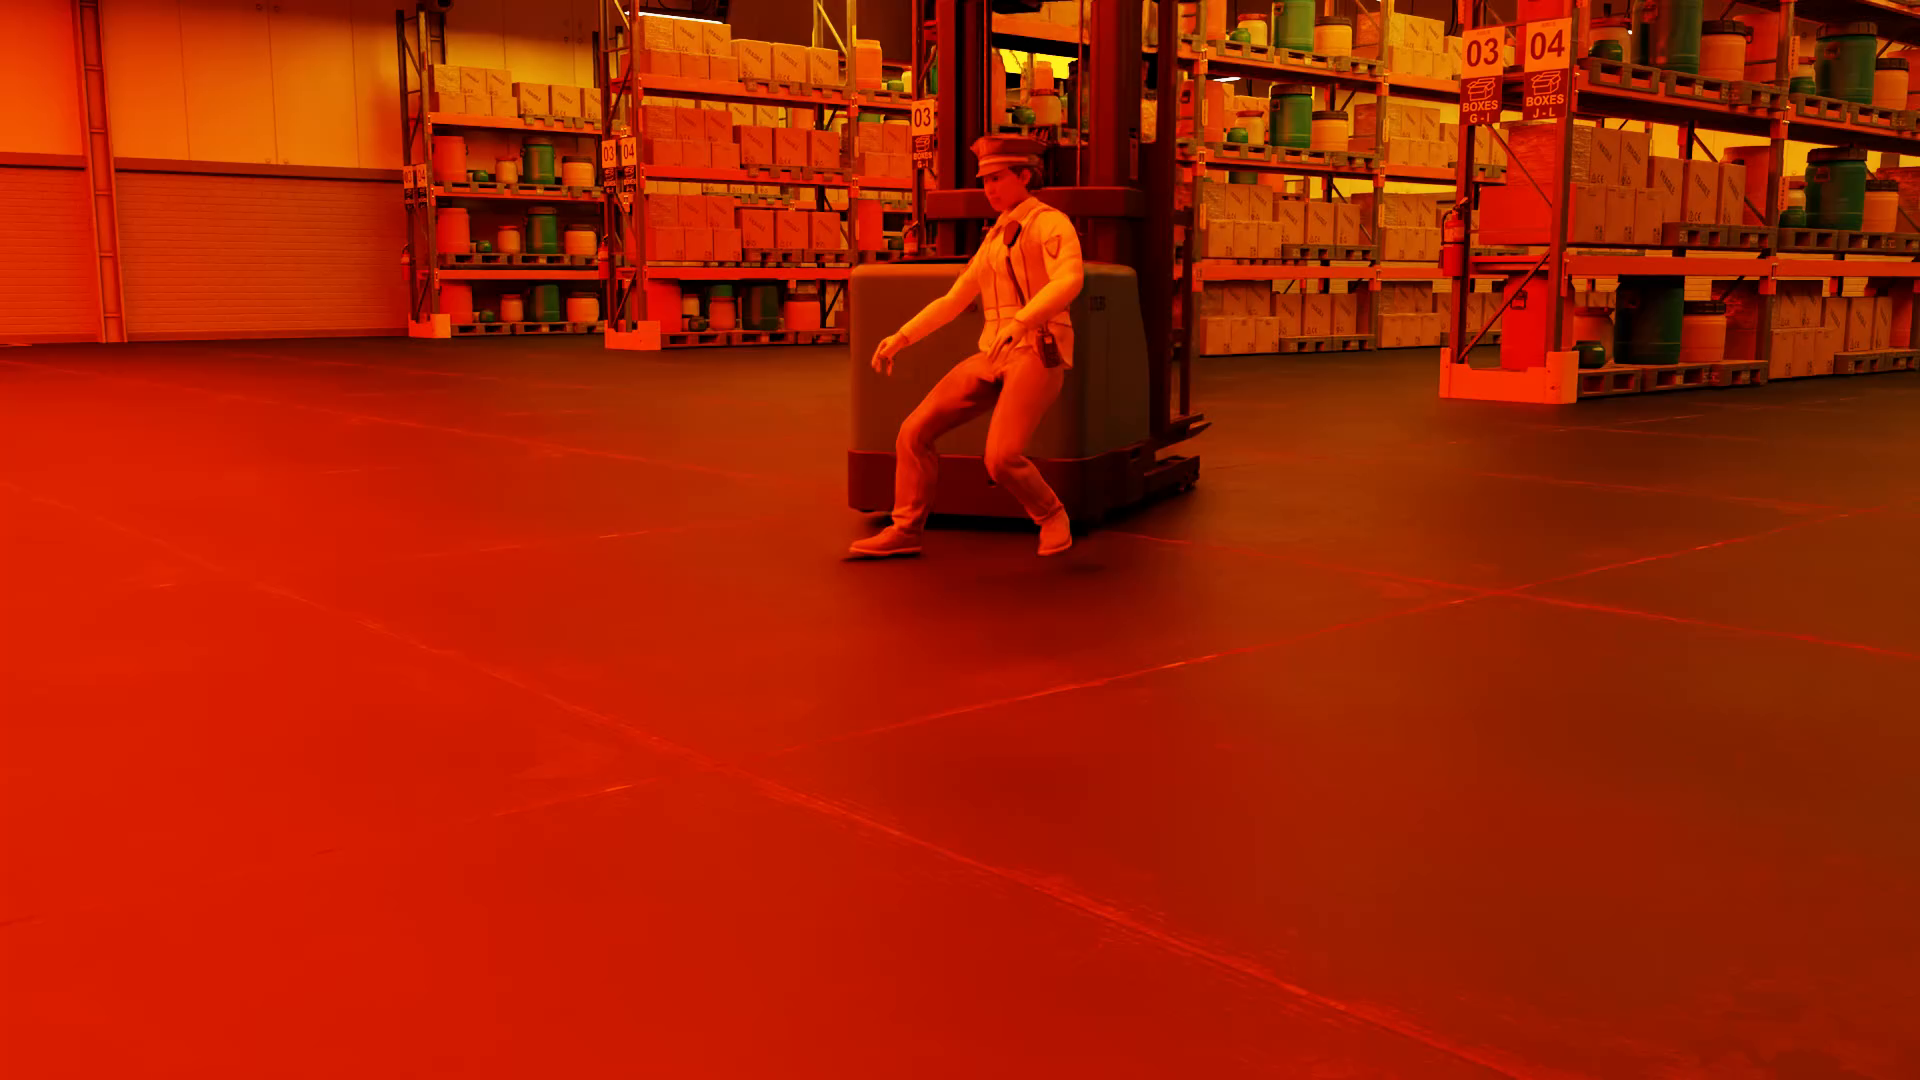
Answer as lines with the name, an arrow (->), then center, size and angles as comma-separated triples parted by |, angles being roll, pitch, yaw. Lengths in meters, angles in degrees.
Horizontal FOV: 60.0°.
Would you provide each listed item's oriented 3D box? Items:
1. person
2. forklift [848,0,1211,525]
person -> 0.047, -0.656, 5.838 | 0.630, 1.497, 0.801 | -5, 10, -31
forklift -> 0.543, -1.695, 7.907 | 1.130, 2.935, 3.031 | 3, 9, 21
